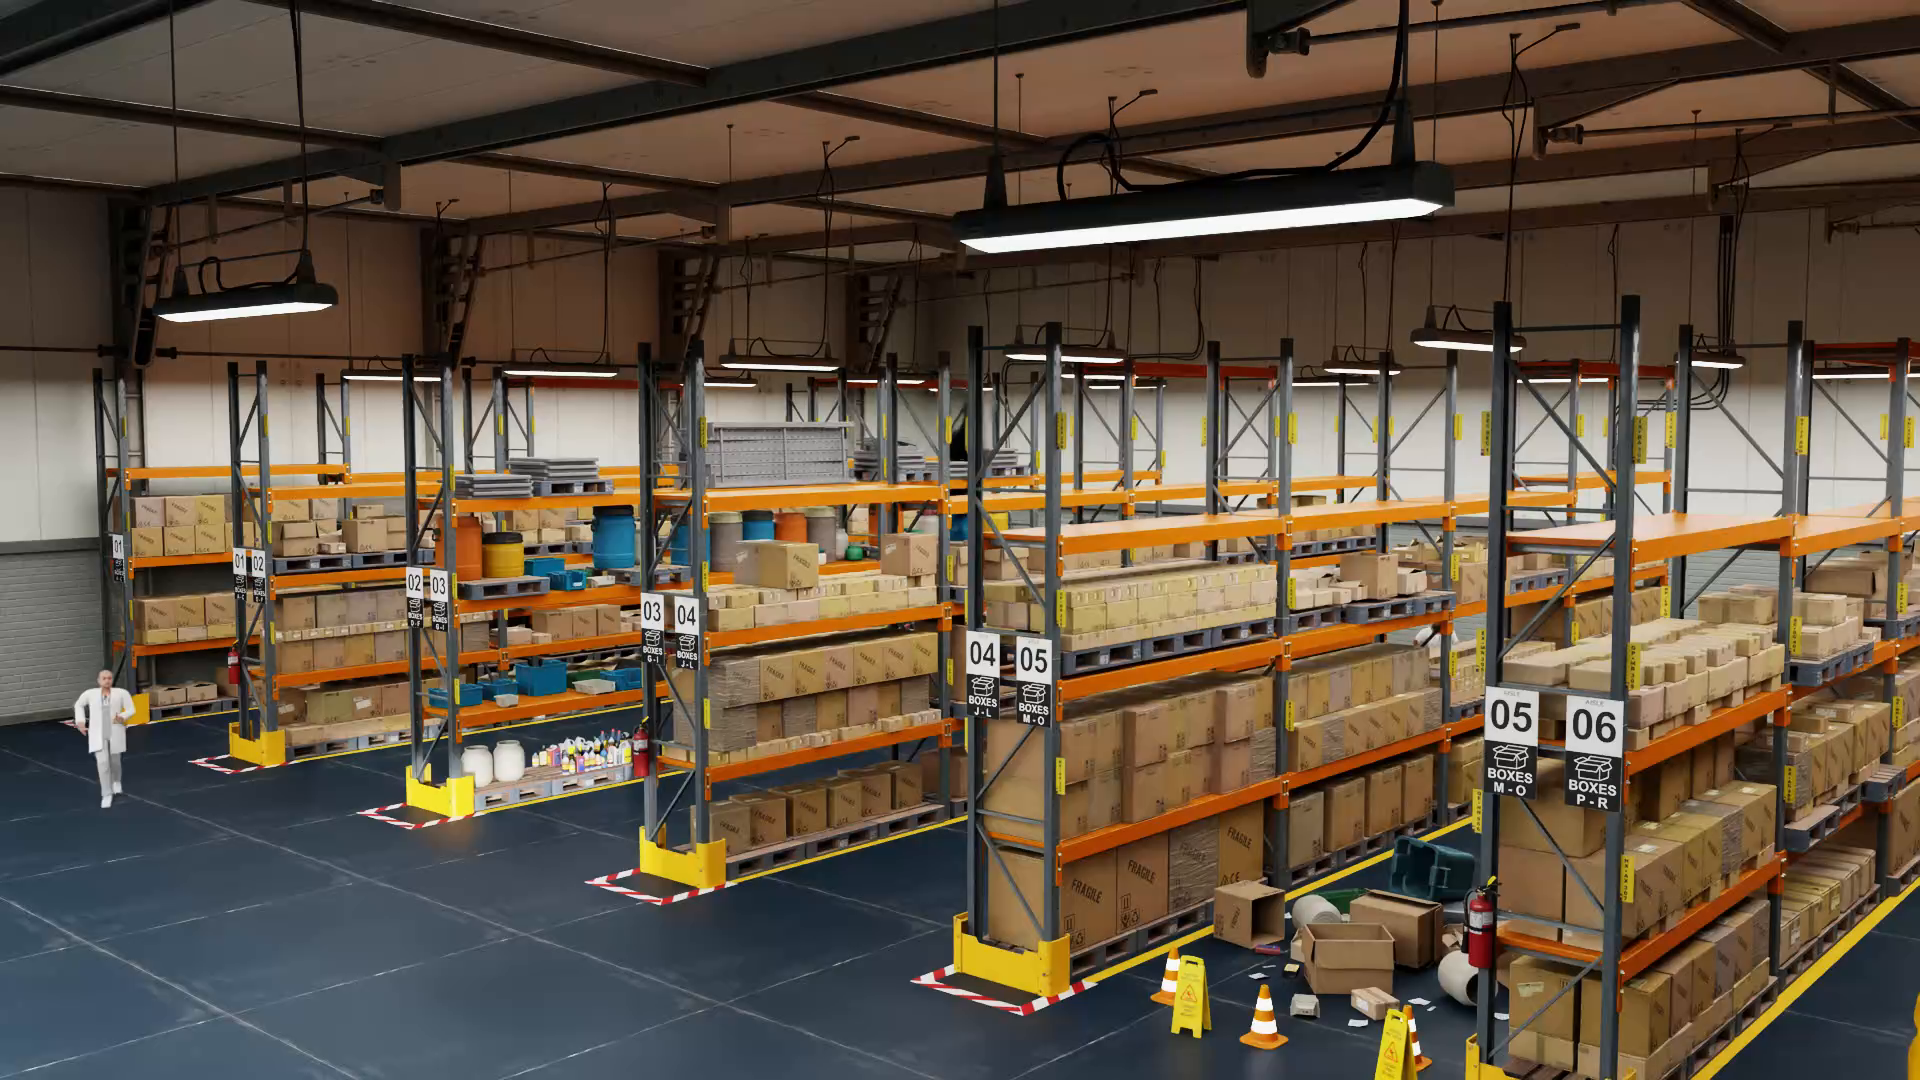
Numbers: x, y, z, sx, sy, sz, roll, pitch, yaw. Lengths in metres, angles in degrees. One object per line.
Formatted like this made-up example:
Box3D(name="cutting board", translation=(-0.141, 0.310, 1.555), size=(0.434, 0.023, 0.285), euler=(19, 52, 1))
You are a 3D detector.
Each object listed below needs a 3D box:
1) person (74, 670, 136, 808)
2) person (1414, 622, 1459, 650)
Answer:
Box3D(name="person", translation=(-11.452, 2.733, 22.339), size=(0.709, 1.566, 0.955), euler=(-2, 5, -30))
Box3D(name="person", translation=(8.382, 2.155, 29.230), size=(0.767, 1.781, 0.644), euler=(1, 4, 11))
